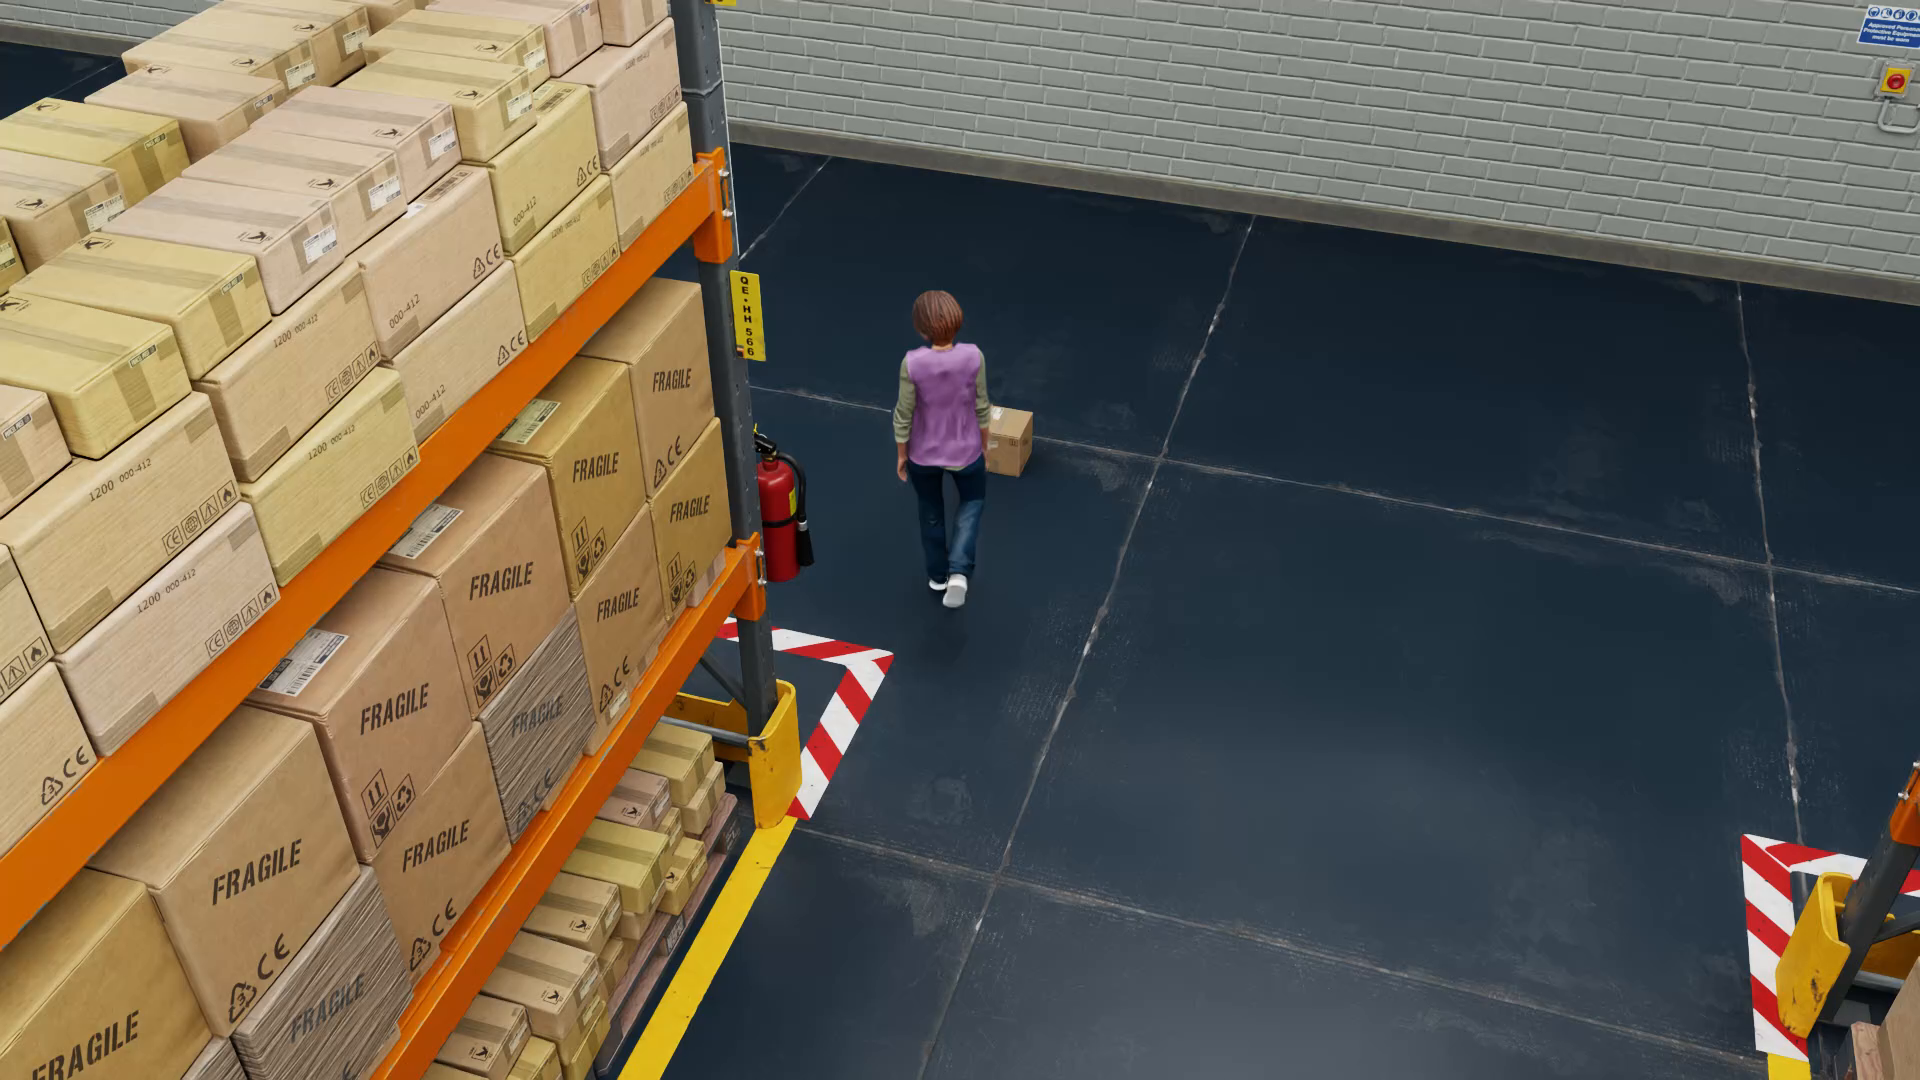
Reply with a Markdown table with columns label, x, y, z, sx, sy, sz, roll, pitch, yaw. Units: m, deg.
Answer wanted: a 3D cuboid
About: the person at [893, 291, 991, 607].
| label | x | y | z | sx | sy | sz | roll | pitch | yaw |
| --- | --- | --- | --- | --- | --- | --- | --- | --- | --- |
| person | -0.078 | -0.360 | 7.349 | 0.427 | 1.598 | 0.589 | -1 | 38 | -1 |
